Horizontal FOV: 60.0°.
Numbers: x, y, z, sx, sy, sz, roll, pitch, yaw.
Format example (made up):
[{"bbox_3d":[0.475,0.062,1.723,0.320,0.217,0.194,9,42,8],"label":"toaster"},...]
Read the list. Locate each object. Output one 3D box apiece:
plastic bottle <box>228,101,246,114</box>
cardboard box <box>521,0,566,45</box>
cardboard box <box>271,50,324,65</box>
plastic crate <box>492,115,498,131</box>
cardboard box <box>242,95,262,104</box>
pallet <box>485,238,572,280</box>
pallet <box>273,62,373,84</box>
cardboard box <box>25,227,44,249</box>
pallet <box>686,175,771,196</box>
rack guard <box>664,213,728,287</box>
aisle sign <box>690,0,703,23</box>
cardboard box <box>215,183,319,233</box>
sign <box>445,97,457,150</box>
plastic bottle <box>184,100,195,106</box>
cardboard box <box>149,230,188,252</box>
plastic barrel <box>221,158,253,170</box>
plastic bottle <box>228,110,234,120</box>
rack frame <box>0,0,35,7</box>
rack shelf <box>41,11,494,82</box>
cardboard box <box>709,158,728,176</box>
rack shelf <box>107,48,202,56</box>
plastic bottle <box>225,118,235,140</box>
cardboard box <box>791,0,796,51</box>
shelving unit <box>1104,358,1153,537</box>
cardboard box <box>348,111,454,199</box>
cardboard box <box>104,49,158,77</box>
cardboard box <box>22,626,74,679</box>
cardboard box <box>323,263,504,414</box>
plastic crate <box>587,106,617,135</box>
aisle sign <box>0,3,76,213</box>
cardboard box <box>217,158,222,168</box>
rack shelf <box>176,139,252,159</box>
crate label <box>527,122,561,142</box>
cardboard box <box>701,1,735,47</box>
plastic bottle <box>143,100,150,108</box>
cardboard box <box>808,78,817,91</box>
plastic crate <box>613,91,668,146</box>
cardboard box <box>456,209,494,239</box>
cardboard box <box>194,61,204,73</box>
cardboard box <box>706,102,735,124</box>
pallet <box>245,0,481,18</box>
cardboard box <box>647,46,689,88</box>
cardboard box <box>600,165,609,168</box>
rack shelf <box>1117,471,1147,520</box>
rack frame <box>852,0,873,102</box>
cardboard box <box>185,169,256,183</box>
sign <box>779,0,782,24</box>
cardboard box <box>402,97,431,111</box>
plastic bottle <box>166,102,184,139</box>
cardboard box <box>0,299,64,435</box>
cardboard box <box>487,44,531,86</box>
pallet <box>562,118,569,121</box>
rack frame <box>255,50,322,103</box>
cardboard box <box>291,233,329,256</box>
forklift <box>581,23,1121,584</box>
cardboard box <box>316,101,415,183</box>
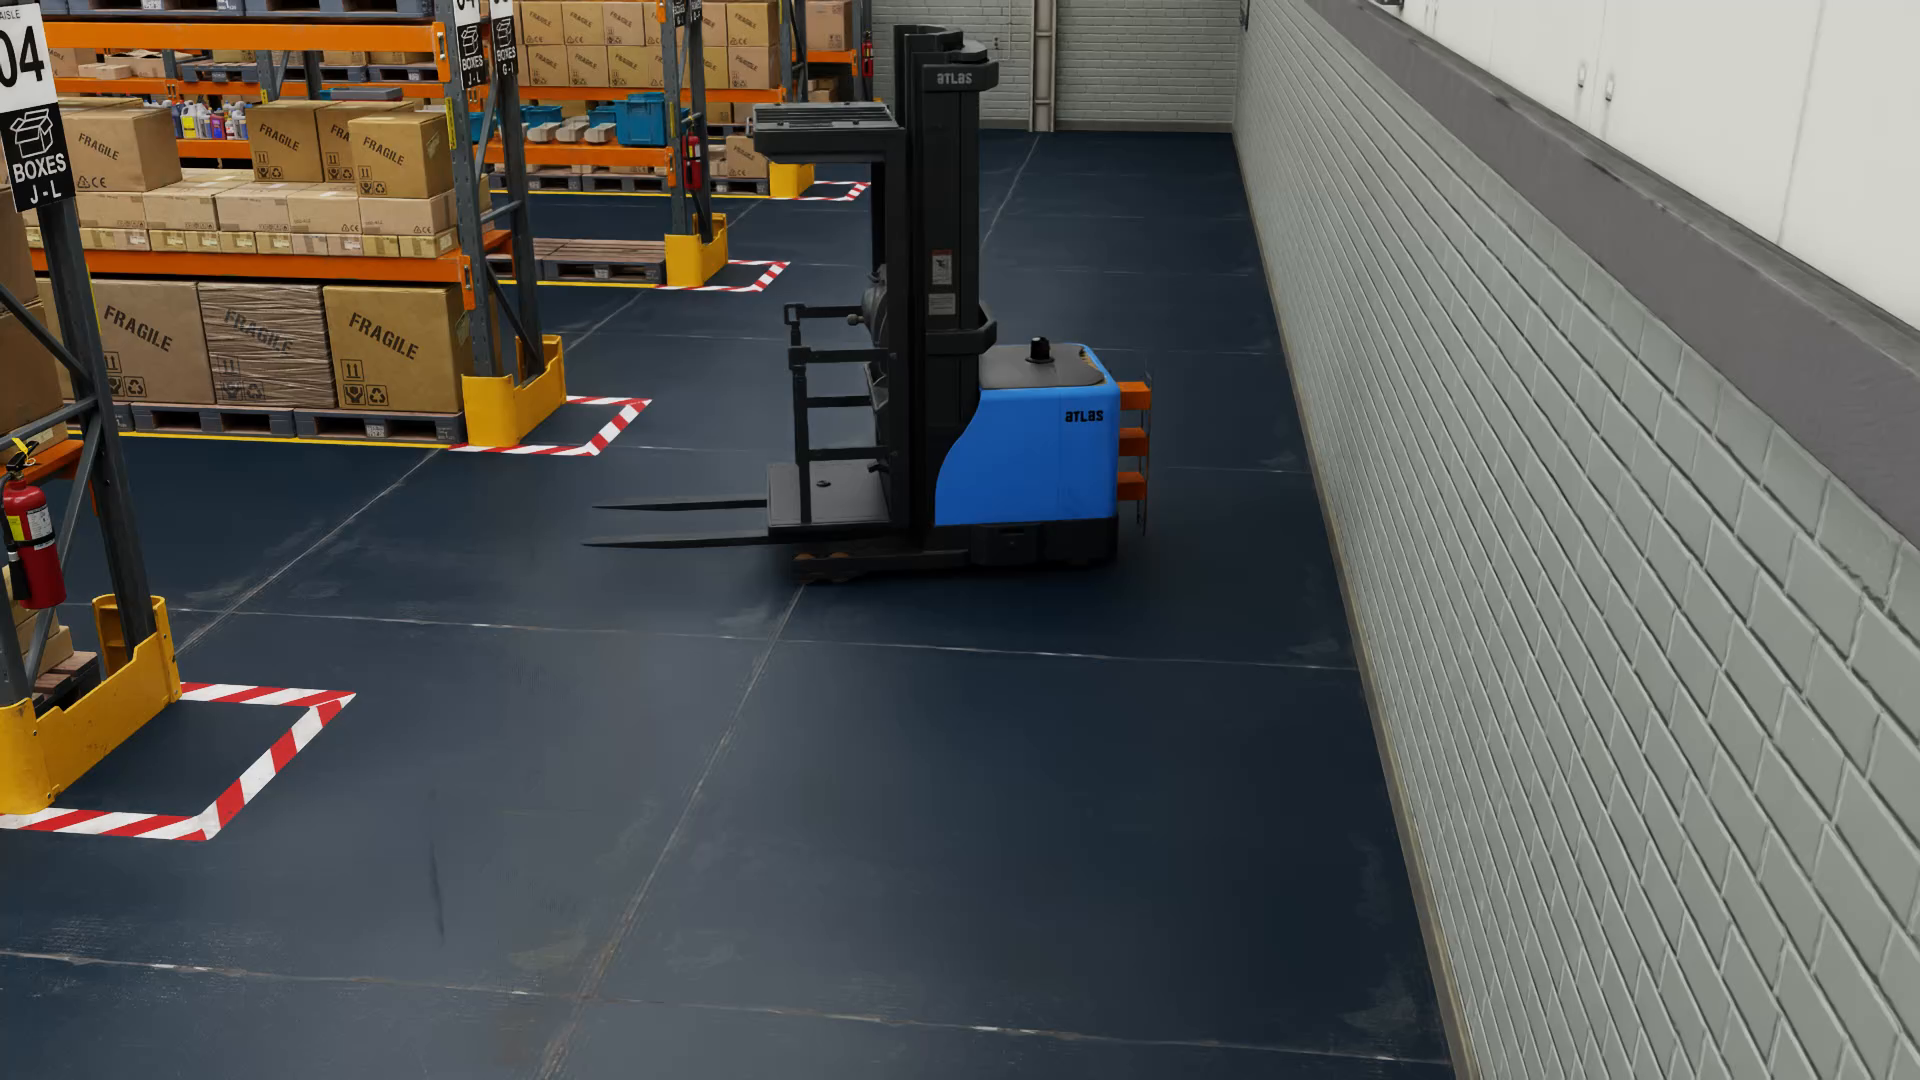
[{"bbox_3d":[-7.399,-4.356,17.046,0.135,0.276,0.152,2,22,6],"label":"plastic bottle"},{"bbox_3d":[-5.087,-6.413,20.585,0.500,0.500,0.500,2,22,5],"label":"cardboard box"},{"bbox_3d":[-8.482,-6.366,21.256,0.500,0.500,0.700,7,23,16],"label":"cardboard box"},{"bbox_3d":[-4.856,-4.178,16.706,0.466,0.136,0.293,2,22,6],"label":"plastic crate"},{"bbox_3d":[-11.143,-7.159,26.769,0.500,0.500,0.700,2,22,6],"label":"cardboard box"},{"bbox_3d":[-4.671,-2.872,16.918,1.213,0.211,1.003,2,22,6],"label":"pallet"},{"bbox_3d":[-8.075,-6.048,21.420,1.213,0.211,1.003,2,22,6],"label":"pallet"},{"bbox_3d":[-6.427,-2.157,11.657,0.250,0.149,0.380,3,22,8],"label":"cardboard box"},{"bbox_3d":[-2.930,-4.614,21.325,1.213,0.211,1.003,2,22,6],"label":"pallet"},{"bbox_3d":[-2.624,-2.907,16.612,0.348,0.500,1.175,2,22,6],"label":"rack guard"},{"bbox_3d":[-2.542,-5.380,15.932,0.004,0.787,0.394,2,22,6],"label":"aisle sign"},{"bbox_3d":[-4.753,-2.294,11.462,0.500,0.250,0.500,2,22,4],"label":"cardboard box"},{"bbox_3d":[-3.309,-2.708,10.813,0.005,0.325,0.100,2,22,6],"label":"sign"},{"bbox_3d":[-7.955,-4.380,17.108,0.135,0.276,0.152,2,22,6],"label":"plastic bottle"},{"bbox_3d":[-5.401,-2.112,11.545,0.250,0.149,0.380,2,22,5],"label":"cardboard box"},{"bbox_3d":[-7.159,-3.488,16.965,0.708,0.901,0.600,2,22,6],"label":"plastic barrel"},{"bbox_3d":[-7.395,-4.275,16.943,0.097,0.201,0.097,0,22,0],"label":"plastic bottle"},{"bbox_3d":[-3.916,-3.241,5.897,0.127,3.000,1.000,2,22,6],"label":"rack frame"},{"bbox_3d":[-5.218,-3.404,11.369,4.000,0.370,1.077,2,22,6],"label":"rack shelf"},{"bbox_3d":[-3.023,-4.745,21.117,0.250,0.166,0.380,2,22,6],"label":"cardboard box"},{"bbox_3d":[-11.413,-7.781,26.519,4.000,0.370,1.077,2,22,6],"label":"rack shelf"},{"bbox_3d":[-7.169,-4.040,16.350,0.097,0.201,0.097,0,22,0],"label":"plastic bottle"},{"bbox_3d":[-2.714,-7.868,25.353,0.700,0.700,0.980,2,22,6],"label":"cardboard box"},{"bbox_3d":[0.978,-0.540,9.876,0.252,1.050,0.215,-2,22,-7],"label":"shelving unit"},{"bbox_3d":[-3.747,-2.600,11.215,0.500,0.500,0.500,3,22,7],"label":"cardboard box"},{"bbox_3d":[-10.872,-6.288,21.886,0.500,0.311,0.500,2,22,6],"label":"cardboard box"},{"bbox_3d":[-4.398,0.540,7.800,0.250,0.149,0.380,3,22,7],"label":"cardboard box"},{"bbox_3d":[-3.877,-1.463,11.879,0.875,0.875,0.875,2,22,6],"label":"cardboard box"},{"bbox_3d":[-3.509,-4.175,16.566,0.300,0.233,0.416,2,22,6],"label":"plastic crate"},{"bbox_3d":[-3.808,-1.766,6.791,0.004,0.787,0.394,2,22,6],"label":"aisle sign"},{"bbox_3d":[-9.588,-5.138,21.658,0.500,0.500,0.500,3,22,9],"label":"cardboard box"},{"bbox_3d":[-8.607,-3.991,16.932,4.000,0.370,1.077,2,22,6],"label":"rack shelf"},{"bbox_3d":[-4.046,-3.961,16.156,0.243,0.136,0.396,2,22,6],"label":"crate label"},{"bbox_3d":[-3.038,-6.326,20.364,0.500,0.500,0.500,3,22,8],"label":"cardboard box"},{"bbox_3d":[-8.394,-4.407,17.183,0.097,0.271,0.097,0,22,0],"label":"plastic bottle"},{"bbox_3d":[-2.339,-6.950,25.386,0.250,0.149,0.380,2,22,6],"label":"cardboard box"},{"bbox_3d":[-3.003,-4.056,15.990,0.499,0.435,0.616,2,22,6],"label":"plastic crate"},{"bbox_3d":[-3.545,-2.276,11.959,0.250,0.149,0.380,3,22,7],"label":"cardboard box"},{"bbox_3d":[-12.229,-7.549,26.736,0.500,0.250,0.500,2,22,5],"label":"cardboard box"},{"bbox_3d":[-3.717,-6.773,25.820,0.500,0.500,0.700,3,22,8],"label":"cardboard box"},{"bbox_3d":[-3.970,-3.639,11.106,1.213,0.211,1.003,2,22,6],"label":"pallet"},{"bbox_3d":[-3.549,-5.885,20.610,0.500,0.500,0.500,3,22,7],"label":"cardboard box"},{"bbox_3d":[-4.690,-5.048,21.686,0.500,0.311,0.500,2,22,6],"label":"cardboard box"},{"bbox_3d":[0.977,-0.271,9.982,0.240,0.259,0.215,-2,22,-7],"label":"rack shelf"},{"bbox_3d":[-1.483,-7.683,25.292,0.127,3.000,1.000,2,22,6],"label":"rack frame"},{"bbox_3d":[-5.211,-2.509,12.005,0.500,0.250,0.500,2,22,5],"label":"cardboard box"},{"bbox_3d":[-2.147,-6.357,19.936,0.005,0.325,0.100,2,22,6],"label":"sign"},{"bbox_3d":[-8.713,-7.145,26.284,0.750,0.750,0.750,2,22,6],"label":"cardboard box"},{"bbox_3d":[-7.756,-4.144,16.409,0.185,0.351,0.144,2,22,6],"label":"plastic bottle"},{"bbox_3d":[-4.329,-0.756,7.231,0.500,0.500,0.500,4,22,9],"label":"cardboard box"},{"bbox_3d":[-5.560,-5.972,20.829,0.500,0.500,0.500,3,22,8],"label":"cardboard box"},{"bbox_3d":[-6.230,-6.565,26.258,1.213,0.211,1.003,2,22,6],"label":"pallet"},{"bbox_3d":[-6.621,-4.239,16.581,0.127,3.000,1.000,2,22,6],"label":"rack frame"},{"bbox_3d":[-4.381,-2.069,11.434,0.250,0.149,0.380,3,22,7],"label":"cardboard box"},{"bbox_3d":[-0.649,-1.321,9.295,3.031,2.935,1.130,-3,22,-6],"label":"forklift"},{"bbox_3d":[-4.173,-2.815,11.761,0.500,0.500,0.500,2,22,5],"label":"cardboard box"}]
